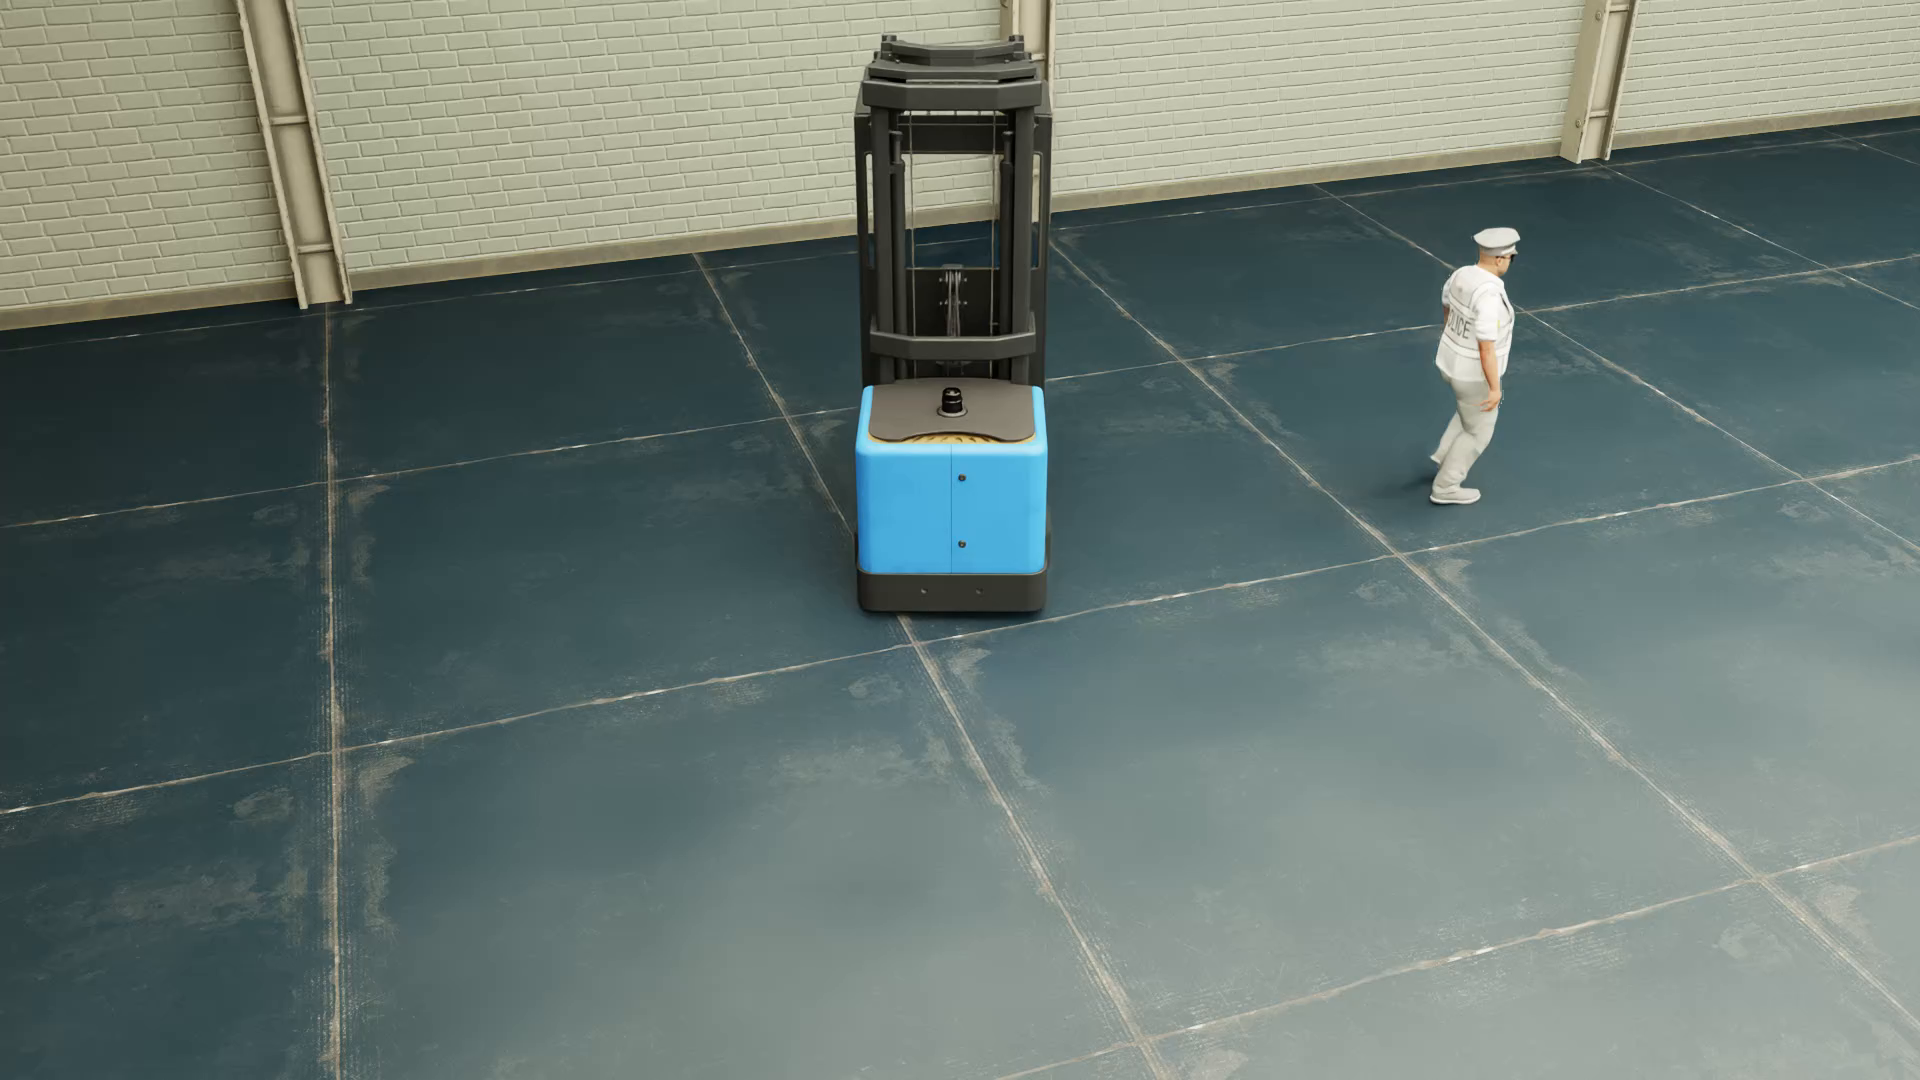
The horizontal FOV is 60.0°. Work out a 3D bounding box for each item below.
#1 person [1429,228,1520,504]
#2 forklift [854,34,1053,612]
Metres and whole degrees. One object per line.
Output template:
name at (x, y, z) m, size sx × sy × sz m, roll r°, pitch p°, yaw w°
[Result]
person at (3.162, -1.037, 10.126) m, size 0.496 × 1.771 × 0.650 m, roll -5°, pitch 30°, yaw -9°
forklift at (-0.036, -1.568, 9.811) m, size 1.130 × 2.935 × 3.031 m, roll 0°, pitch 30°, yaw 0°
